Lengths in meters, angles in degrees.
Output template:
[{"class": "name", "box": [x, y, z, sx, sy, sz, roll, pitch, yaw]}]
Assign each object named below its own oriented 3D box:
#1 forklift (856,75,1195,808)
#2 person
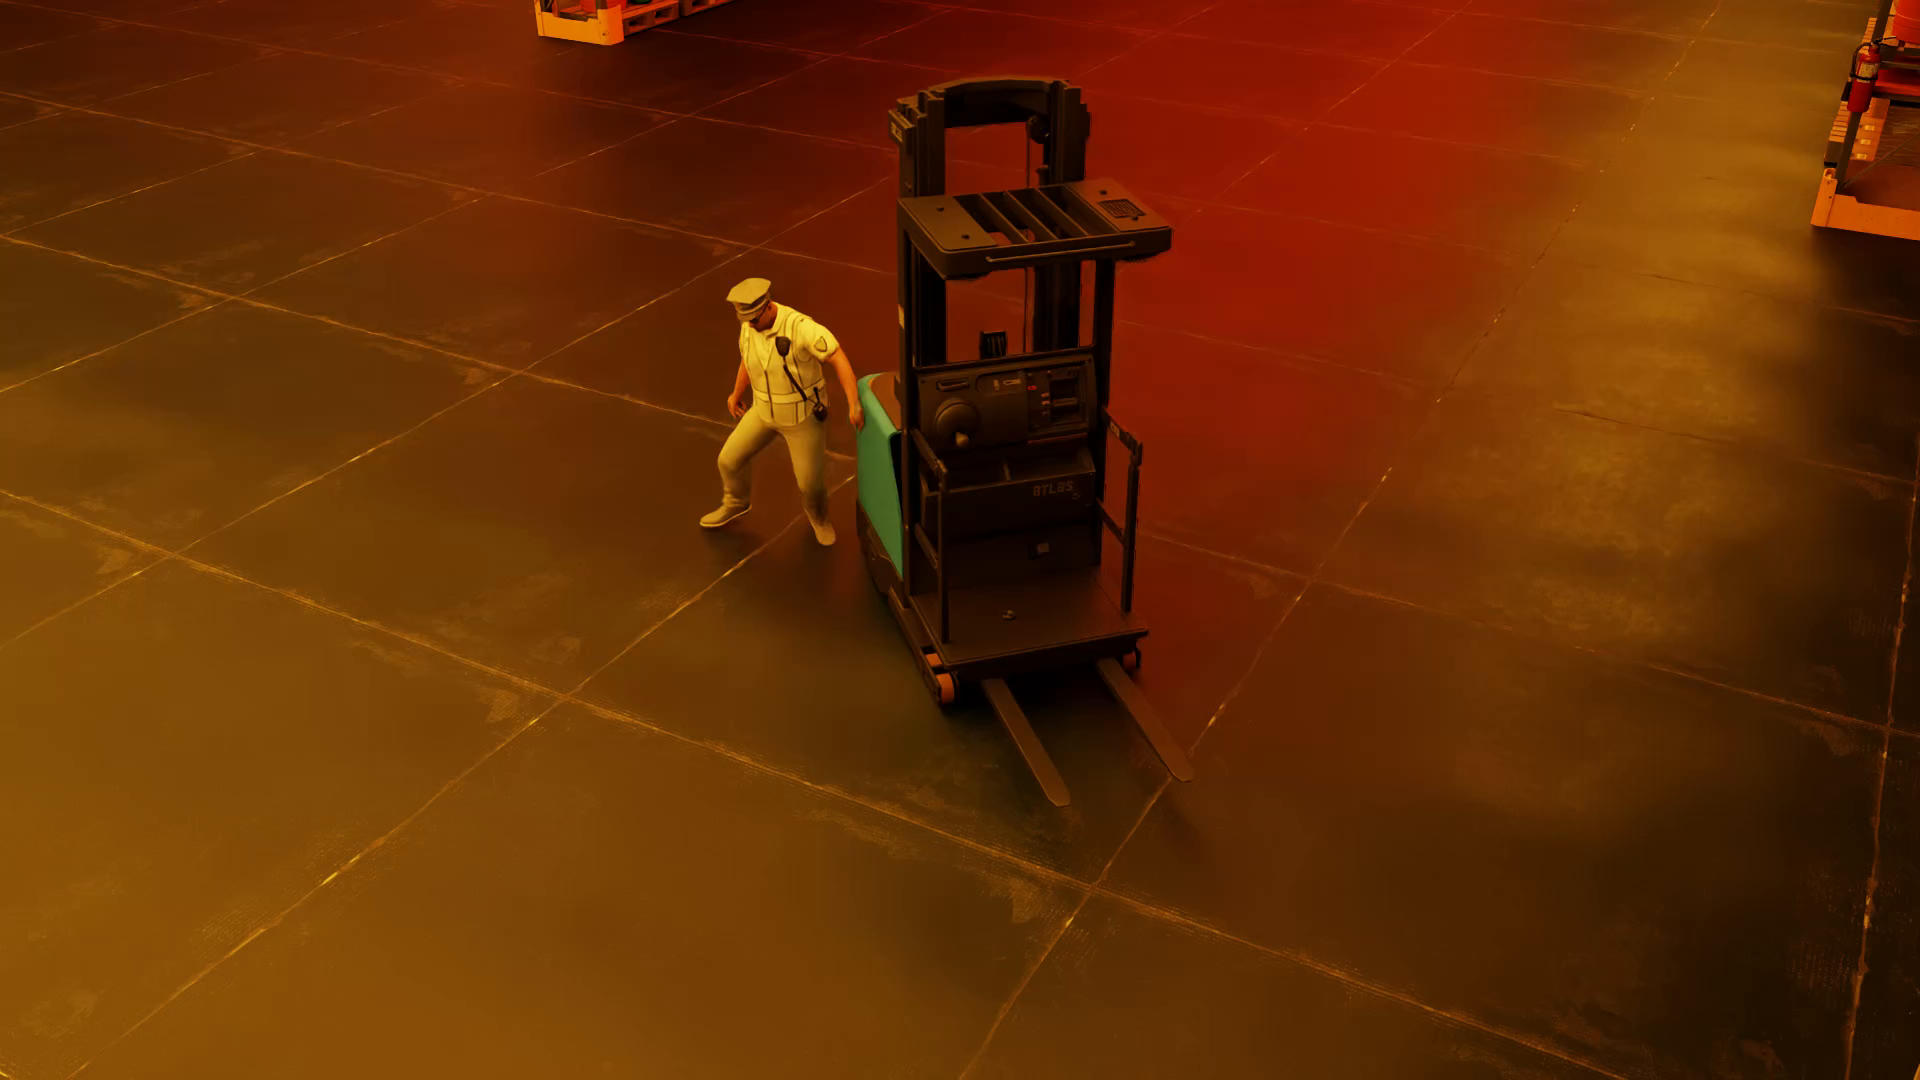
[{"class": "forklift", "box": [0.310, -0.646, 8.190, 1.130, 2.935, 3.031, -9, 31, -15]}, {"class": "person", "box": [-1.019, -0.722, 9.611, 1.123, 1.692, 0.529, 13, 33, 22]}]
